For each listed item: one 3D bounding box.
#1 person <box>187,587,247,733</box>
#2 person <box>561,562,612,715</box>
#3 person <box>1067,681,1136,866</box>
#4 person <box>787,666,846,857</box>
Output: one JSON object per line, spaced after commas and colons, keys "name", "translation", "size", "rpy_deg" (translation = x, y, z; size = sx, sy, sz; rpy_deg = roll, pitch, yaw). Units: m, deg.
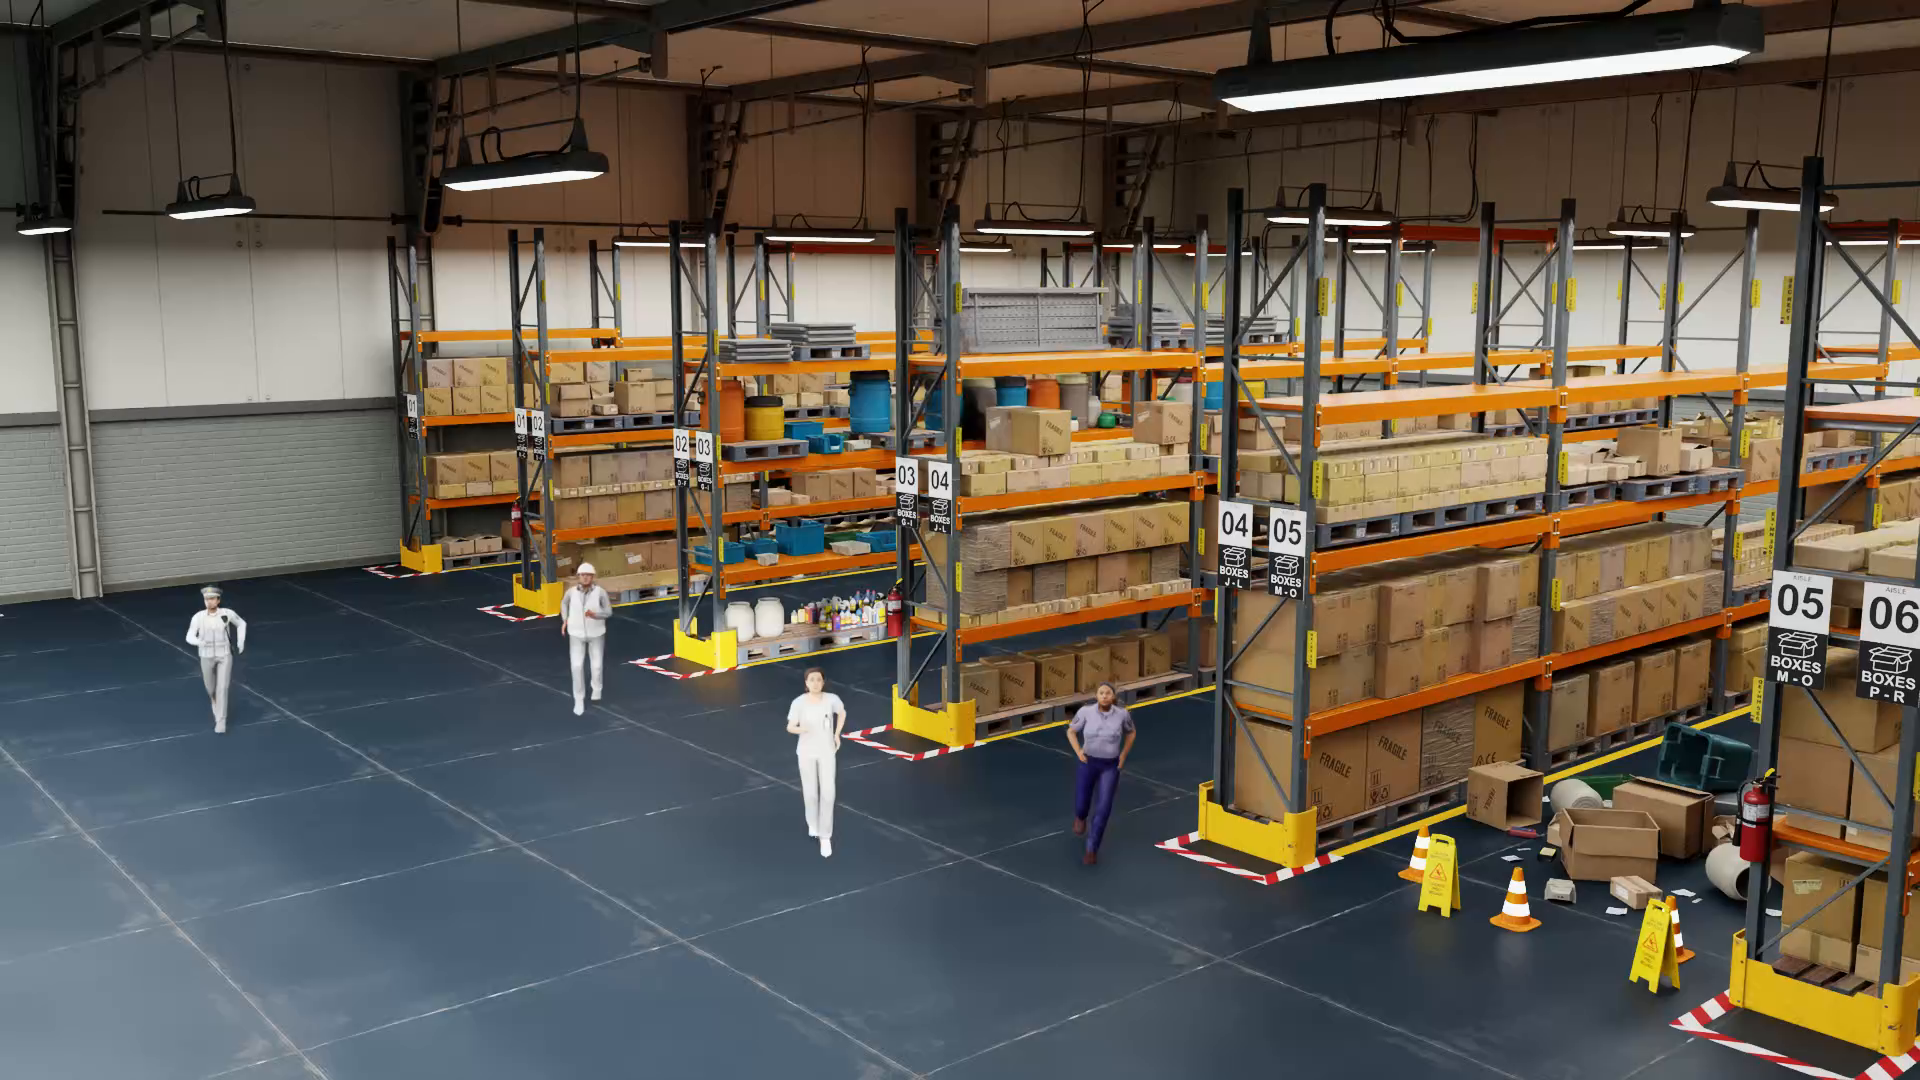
{"name": "person", "translation": [-8.642, 1.347, 19.335], "size": [0.627, 1.636, 1.046], "rpy_deg": [-3, 9, -17]}
{"name": "person", "translation": [-4.554, 1.187, 20.308], "size": [0.630, 1.837, 0.770], "rpy_deg": [-1, 9, -9]}
{"name": "person", "translation": [1.287, 2.080, 15.154], "size": [0.629, 1.613, 0.787], "rpy_deg": [1, 9, 6]}
{"name": "person", "translation": [-1.314, 2.006, 15.299], "size": [0.546, 1.723, 0.710], "rpy_deg": [-1, 9, -6]}
